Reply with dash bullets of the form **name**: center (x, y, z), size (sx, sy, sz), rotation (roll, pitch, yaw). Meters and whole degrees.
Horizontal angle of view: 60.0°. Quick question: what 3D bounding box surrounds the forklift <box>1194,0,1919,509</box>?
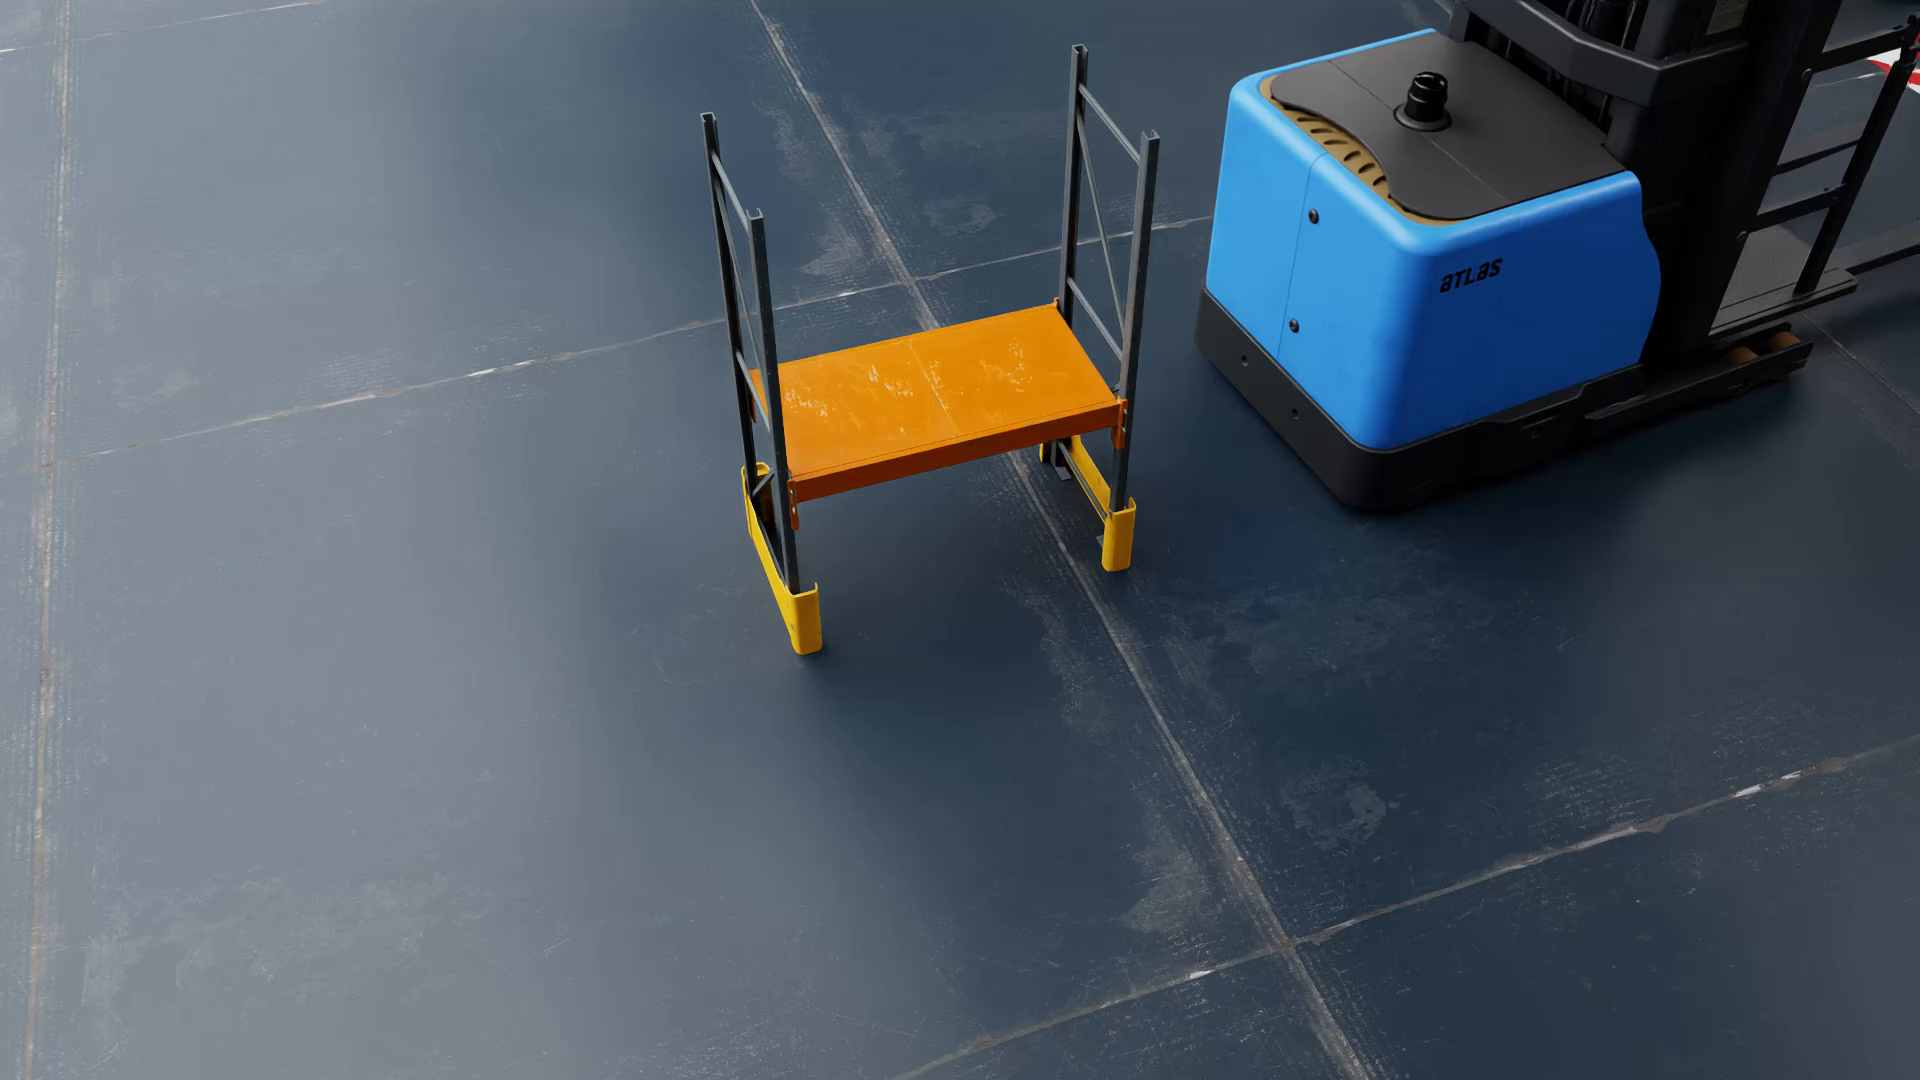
- **forklift**: center (2.381, -1.854, 5.028), size (3.031, 2.935, 1.130), rotation (-19, 48, -18)

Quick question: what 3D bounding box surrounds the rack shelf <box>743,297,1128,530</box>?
- **rack shelf**: center (-0.080, -0.382, 4.826), size (1.000, 0.185, 0.538), rotation (-14, 47, -14)

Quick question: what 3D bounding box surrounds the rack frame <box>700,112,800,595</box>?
- **rack frame**: center (-0.558, -0.387, 4.576), size (0.032, 1.500, 0.500), rotation (-14, 47, -14)

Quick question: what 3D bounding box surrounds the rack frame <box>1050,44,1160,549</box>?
- **rack frame**: center (0.398, -0.631, 4.820), size (0.032, 1.500, 0.500), rotation (-14, 47, -14)

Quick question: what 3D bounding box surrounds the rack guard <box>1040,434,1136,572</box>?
- **rack guard**: center (0.397, -0.190, 5.263), size (0.087, 0.250, 0.587), rotation (-14, 47, -14)

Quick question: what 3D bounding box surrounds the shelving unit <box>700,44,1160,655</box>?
- **shelving unit**: center (-0.072, -0.511, 4.701), size (1.083, 1.500, 0.587), rotation (-14, 47, -14)

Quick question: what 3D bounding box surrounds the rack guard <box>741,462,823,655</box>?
- **rack guard**: center (-0.540, 0.050, 5.024), size (0.087, 0.250, 0.587), rotation (-14, 47, -14)
